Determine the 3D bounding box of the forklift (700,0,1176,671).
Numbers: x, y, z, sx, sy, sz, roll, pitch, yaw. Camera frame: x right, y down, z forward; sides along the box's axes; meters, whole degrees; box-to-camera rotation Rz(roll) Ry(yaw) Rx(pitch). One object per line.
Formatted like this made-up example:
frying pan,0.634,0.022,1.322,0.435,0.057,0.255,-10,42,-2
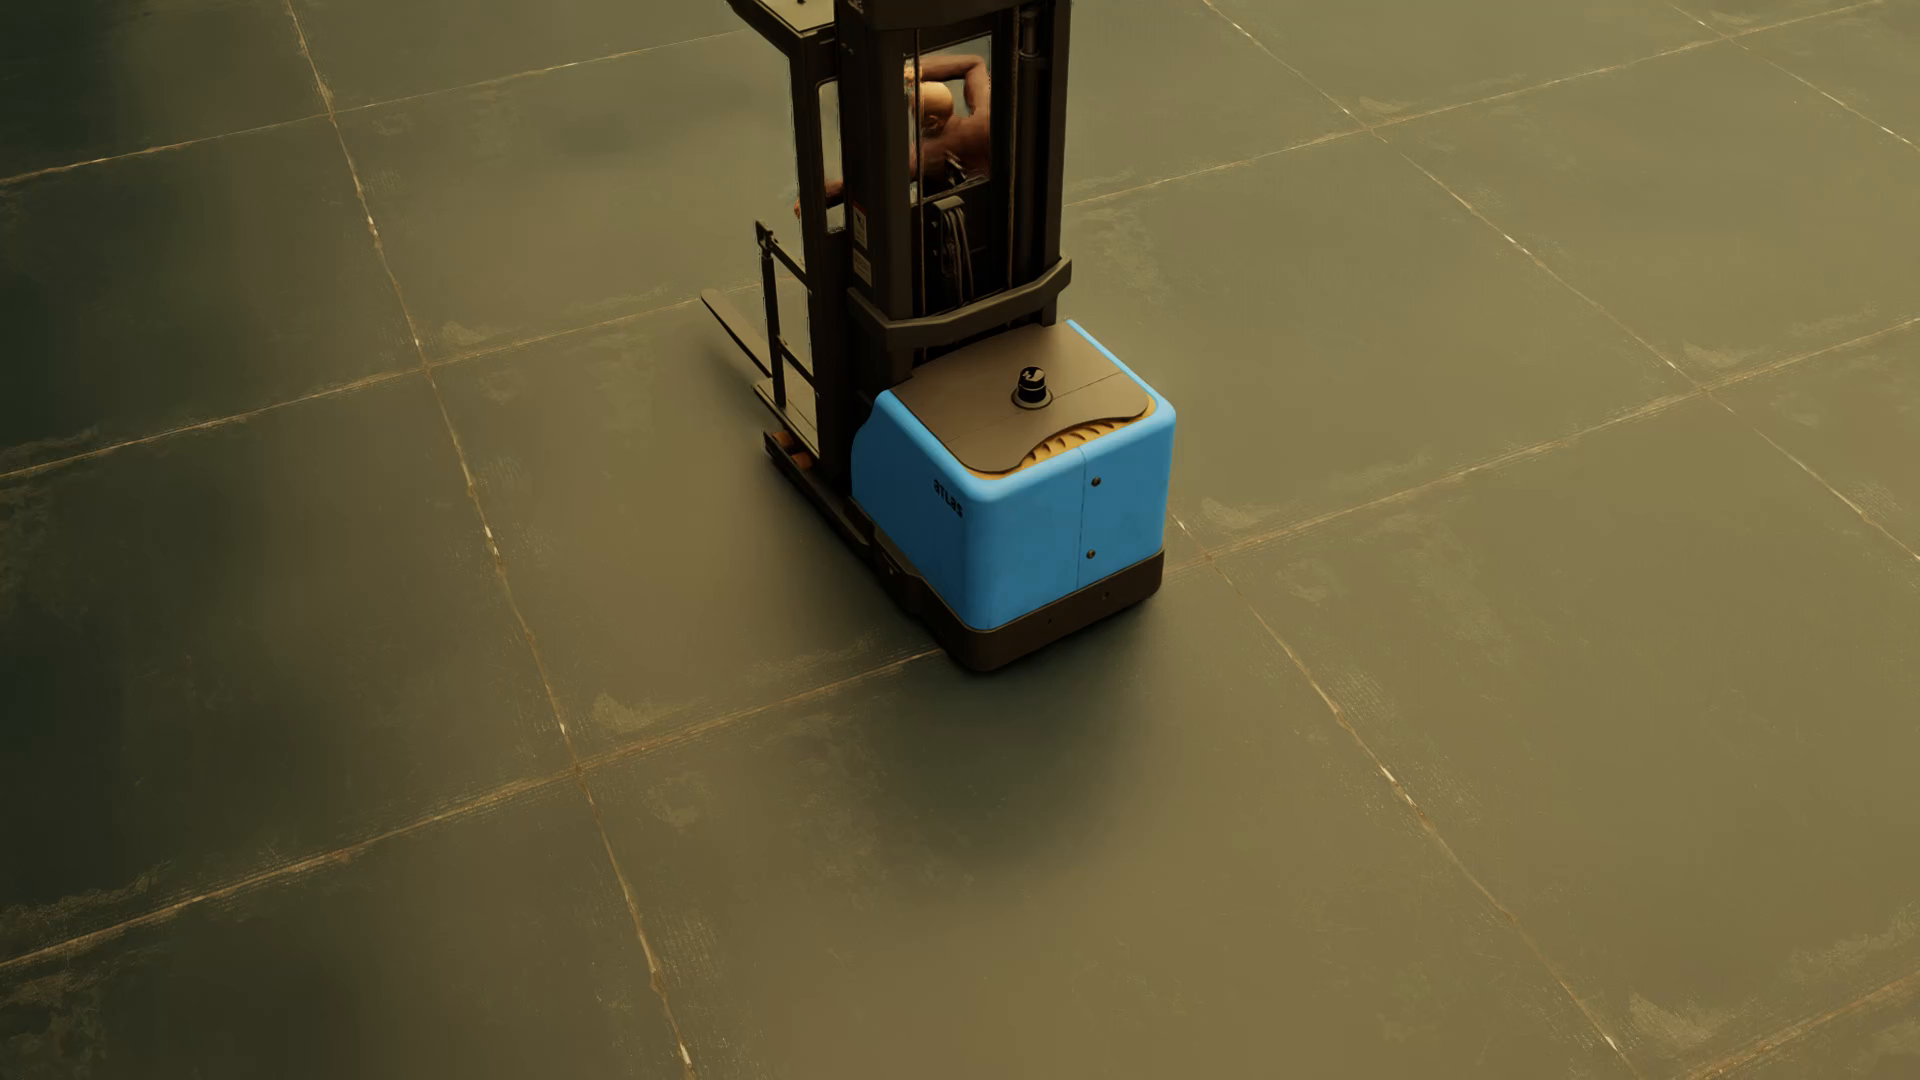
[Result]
forklift,-0.303,-1.493,7.280,1.130,2.935,3.031,-23,48,-23

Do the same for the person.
person,-0.272,-1.791,8.599,1.046,1.471,1.022,5,43,5
